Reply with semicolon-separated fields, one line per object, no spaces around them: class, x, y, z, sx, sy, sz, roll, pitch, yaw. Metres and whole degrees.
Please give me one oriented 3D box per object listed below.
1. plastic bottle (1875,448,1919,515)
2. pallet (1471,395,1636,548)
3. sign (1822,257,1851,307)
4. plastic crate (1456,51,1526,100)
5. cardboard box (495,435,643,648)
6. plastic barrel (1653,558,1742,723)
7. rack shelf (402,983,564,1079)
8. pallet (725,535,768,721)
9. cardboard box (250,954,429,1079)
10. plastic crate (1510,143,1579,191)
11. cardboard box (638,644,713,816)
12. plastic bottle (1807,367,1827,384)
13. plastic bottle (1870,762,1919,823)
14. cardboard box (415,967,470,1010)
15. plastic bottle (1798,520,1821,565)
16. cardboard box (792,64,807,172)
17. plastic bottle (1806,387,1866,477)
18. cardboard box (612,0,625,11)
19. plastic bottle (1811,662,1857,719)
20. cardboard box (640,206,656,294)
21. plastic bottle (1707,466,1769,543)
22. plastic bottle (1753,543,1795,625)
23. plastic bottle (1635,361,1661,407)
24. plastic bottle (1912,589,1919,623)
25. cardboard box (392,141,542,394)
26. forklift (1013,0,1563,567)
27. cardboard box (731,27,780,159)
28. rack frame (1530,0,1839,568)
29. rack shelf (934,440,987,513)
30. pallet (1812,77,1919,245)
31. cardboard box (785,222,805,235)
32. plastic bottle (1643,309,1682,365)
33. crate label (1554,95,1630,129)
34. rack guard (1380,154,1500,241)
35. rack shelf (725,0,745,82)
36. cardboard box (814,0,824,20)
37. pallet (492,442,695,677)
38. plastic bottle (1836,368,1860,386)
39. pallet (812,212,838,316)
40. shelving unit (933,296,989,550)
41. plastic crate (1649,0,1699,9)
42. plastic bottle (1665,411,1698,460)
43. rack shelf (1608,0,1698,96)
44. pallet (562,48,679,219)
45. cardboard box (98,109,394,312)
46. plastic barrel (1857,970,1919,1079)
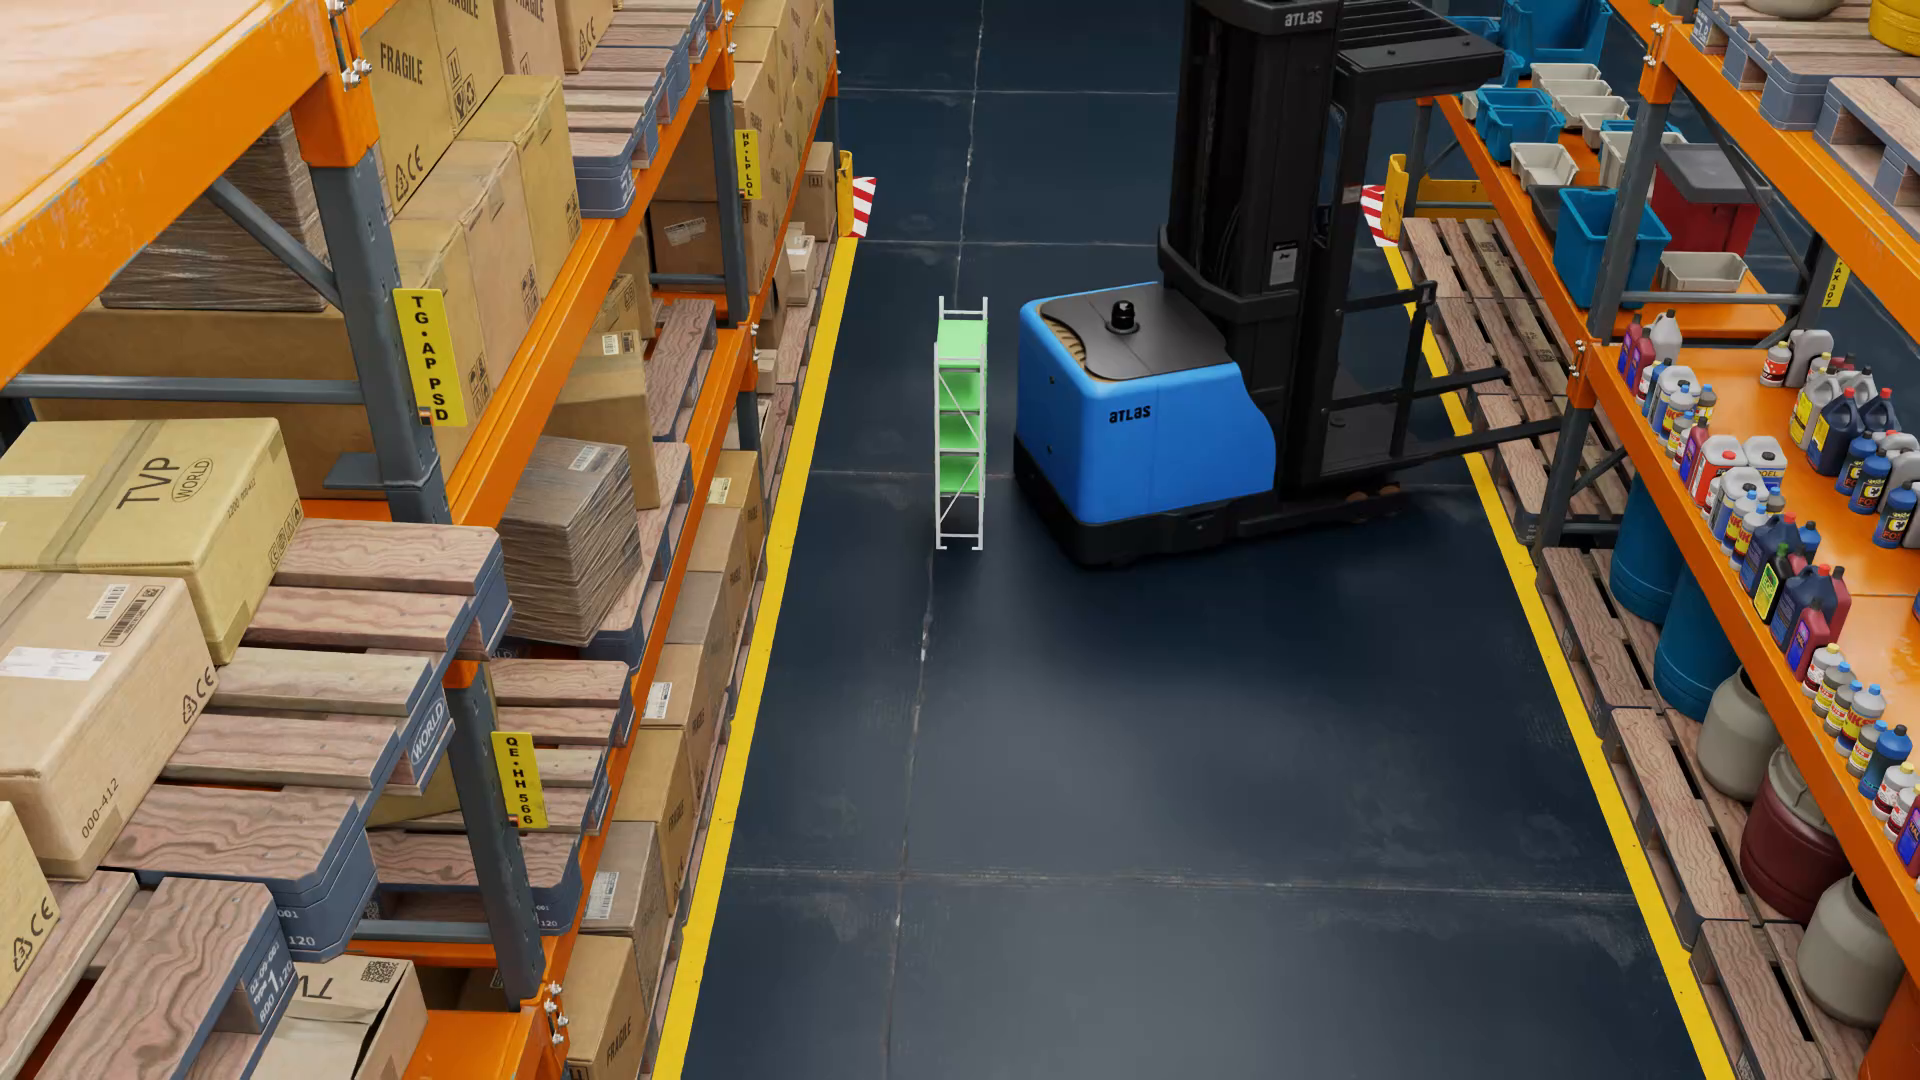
plastic bottle;3.709;-0.247;6.546;0.152;0.276;0.135;1;35;2
pallet;3.433;-0.391;9.068;1.003;0.211;1.213;1;35;2
sign;3.992;-1.208;7.565;0.100;0.325;0.005;1;35;2
plastic crate;3.237;-2.850;10.236;0.416;0.233;0.300;1;35;2
cardboard box;-1.528;-0.025;5.670;0.700;0.500;0.500;8;36;11
plastic barrel;3.375;0.297;7.124;0.600;0.901;0.708;1;35;2
rack shelf;-1.748;2.517;3.132;1.077;0.370;4.000;1;35;2
pallet;-1.502;0.384;7.965;1.003;0.211;1.213;1;35;2
cardboard box;-1.726;1.318;4.290;0.500;0.311;0.500;3;35;5
plastic crate;3.212;-2.032;9.156;0.293;0.136;0.466;1;35;2
cardboard box;-1.308;0.772;6.780;0.500;0.500;0.500;0;35;0
plastic bottle;3.706;-0.651;7.186;0.097;0.201;0.097;0;35;0
plastic bottle;2.907;0.774;5.158;0.097;0.201;0.097;0;35;0
cardboard box;-1.865;1.373;5.924;0.500;0.500;0.500;3;35;4
plastic bottle;3.100;0.048;6.131;0.097;0.271;0.097;0;35;0
cardboard box;-1.156;-2.426;9.452;0.500;0.500;0.500;1;35;1
plastic bottle;3.581;-0.450;6.770;0.144;0.351;0.185;1;35;2
cardboard box;-1.601;-2.418;6.380;0.600;0.600;0.600;-2;35;-3
plastic bottle;2.927;0.495;5.556;0.097;0.201;0.097;0;35;0
cardboard box;-1.744;-1.559;8.218;0.500;0.500;0.500;2;35;3
plastic bottle;2.996;-0.135;6.387;0.152;0.276;0.135;1;35;2
plastic bottle;2.930;0.156;5.967;0.061;0.283;0.133;1;35;2
plastic bottle;3.009;-0.683;7.231;0.097;0.201;0.097;0;35;0
plastic bottle;3.530;0.154;5.910;0.144;0.351;0.185;1;35;2
cardboard box;-1.664;-0.739;4.443;0.910;0.500;0.500;1;35;2
forklift;1.866;-1.563;8.371;3.031;2.935;1.130;-11;37;-15
cardboard box;-1.187;-2.235;8.311;0.500;0.500;0.500;0;35;0
rack frame;3.442;-1.108;7.664;1.000;3.000;0.127;1;35;2
rack shelf;0.007;-0.337;8.661;0.258;0.148;0.480;1;35;2
pallet;3.466;-1.154;5.284;1.003;0.211;1.213;1;35;2
cardboard box;-1.228;-1.995;11.007;0.380;0.166;0.250;1;35;2
plastic bottle;3.102;-0.870;7.368;0.144;0.351;0.185;1;35;2
crate label;3.738;-2.524;9.855;0.396;0.136;0.243;1;35;2
rack guard;3.591;-2.398;11.673;1.175;0.500;0.348;1;35;2
rack shelf;-1.427;-3.307;8.809;1.077;0.370;4.000;1;35;2
cardboard box;-1.109;-3.421;9.998;0.500;0.500;0.500;2;35;3
pallet;-1.594;0.034;6.205;1.003;0.211;1.213;1;35;2
plastic bottle;3.735;-0.614;7.068;0.152;0.276;0.135;1;35;2
pallet;-1.381;-1.880;11.188;1.003;0.211;1.213;1;35;2
shelving unit;0.007;-0.586;8.486;0.258;1.200;0.503;1;35;2
plastic crate;3.157;-2.499;7.219;0.450;0.188;0.662;1;35;2
plastic bottle;2.992;-0.438;6.883;0.097;0.201;0.097;0;35;0
rack shelf;3.522;-3.190;8.643;1.077;0.370;4.000;1;35;2
pallet;-1.642;-1.406;5.643;1.213;0.211;1.003;1;35;2
cardboard box;-1.644;-0.854;3.738;0.500;0.500;0.500;1;35;2
plastic barrel;3.284;1.624;5.298;0.600;0.830;0.708;1;35;2
